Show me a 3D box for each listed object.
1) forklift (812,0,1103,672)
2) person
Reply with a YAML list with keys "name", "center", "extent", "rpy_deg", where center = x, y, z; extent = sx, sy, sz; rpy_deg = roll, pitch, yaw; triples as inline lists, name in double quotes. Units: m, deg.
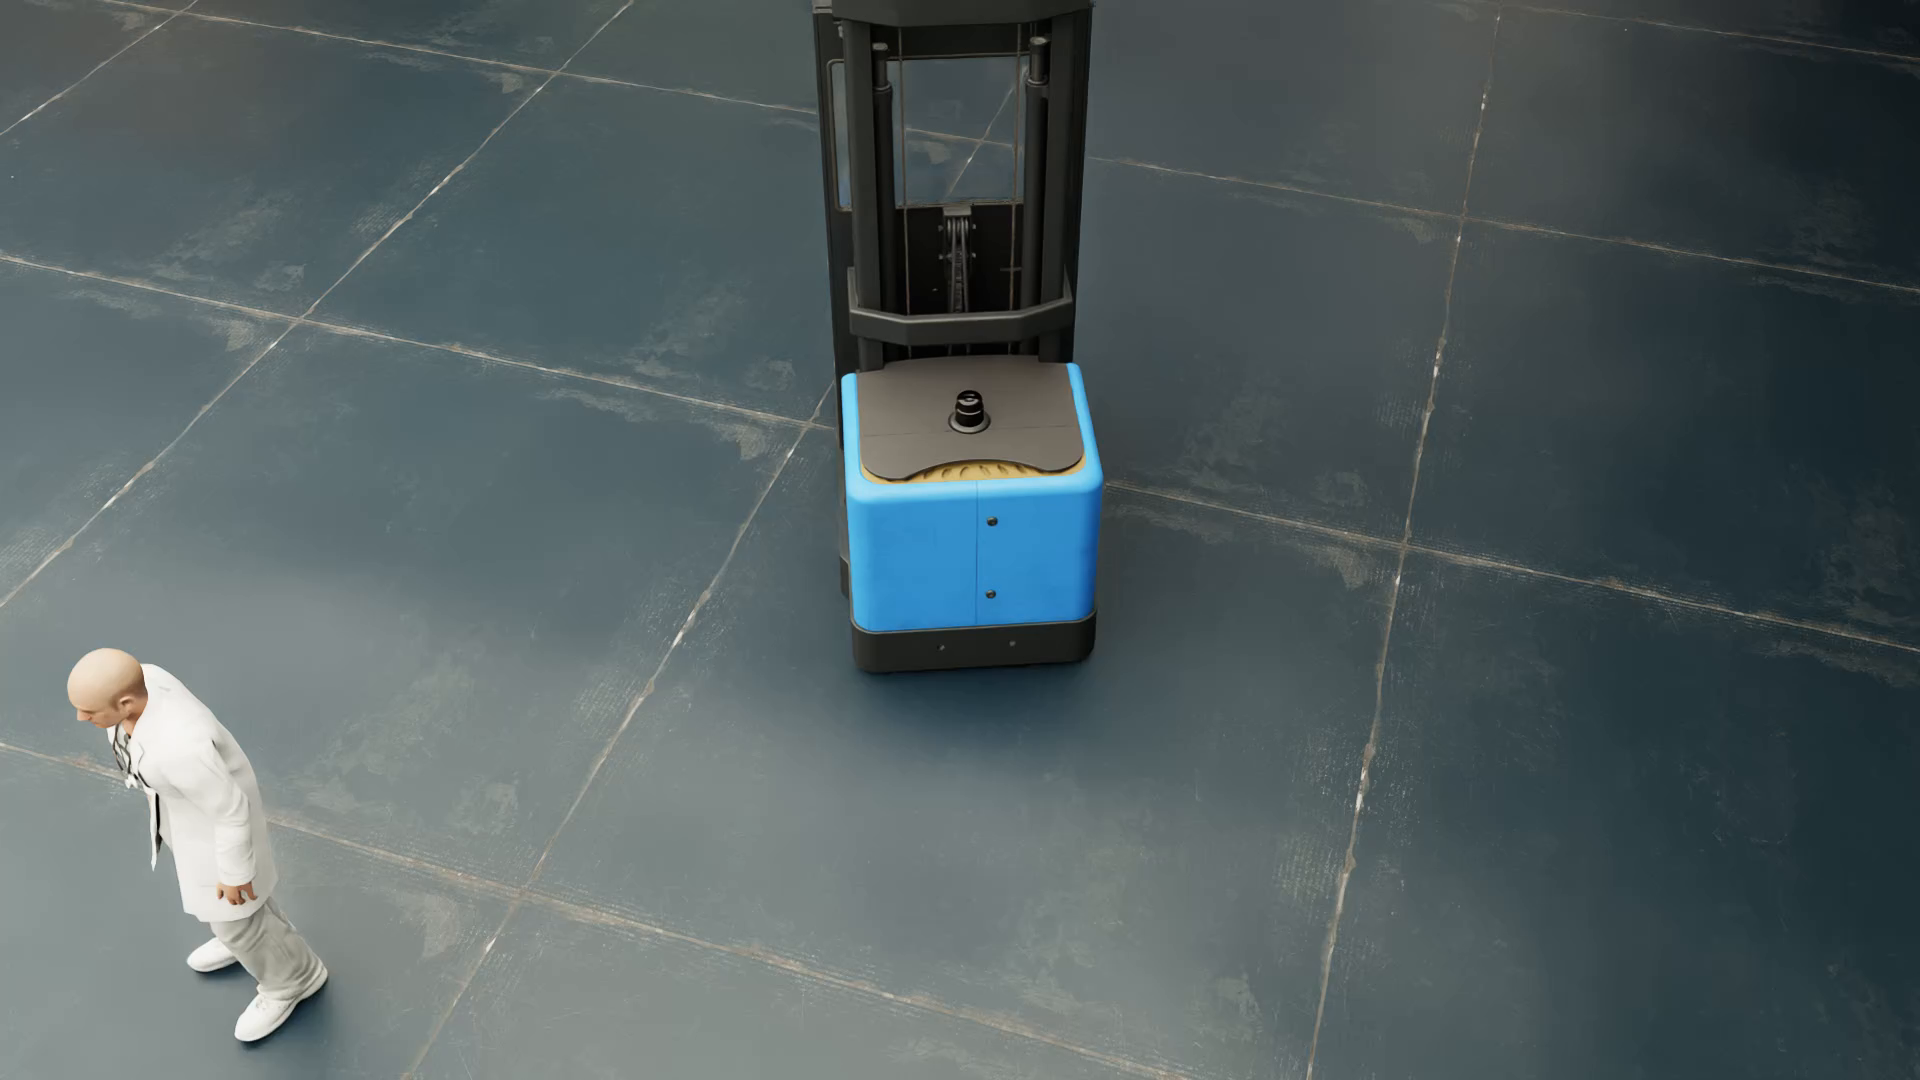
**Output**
- name: "forklift"
  center: [-0.050, -1.503, 7.305]
  extent: [1.130, 2.935, 3.031]
  rpy_deg: [-3, 43, -3]
- name: "person"
  center: [-2.516, 0.962, 5.506]
  extent: [0.433, 1.773, 0.643]
  rpy_deg: [-33, 52, -30]
